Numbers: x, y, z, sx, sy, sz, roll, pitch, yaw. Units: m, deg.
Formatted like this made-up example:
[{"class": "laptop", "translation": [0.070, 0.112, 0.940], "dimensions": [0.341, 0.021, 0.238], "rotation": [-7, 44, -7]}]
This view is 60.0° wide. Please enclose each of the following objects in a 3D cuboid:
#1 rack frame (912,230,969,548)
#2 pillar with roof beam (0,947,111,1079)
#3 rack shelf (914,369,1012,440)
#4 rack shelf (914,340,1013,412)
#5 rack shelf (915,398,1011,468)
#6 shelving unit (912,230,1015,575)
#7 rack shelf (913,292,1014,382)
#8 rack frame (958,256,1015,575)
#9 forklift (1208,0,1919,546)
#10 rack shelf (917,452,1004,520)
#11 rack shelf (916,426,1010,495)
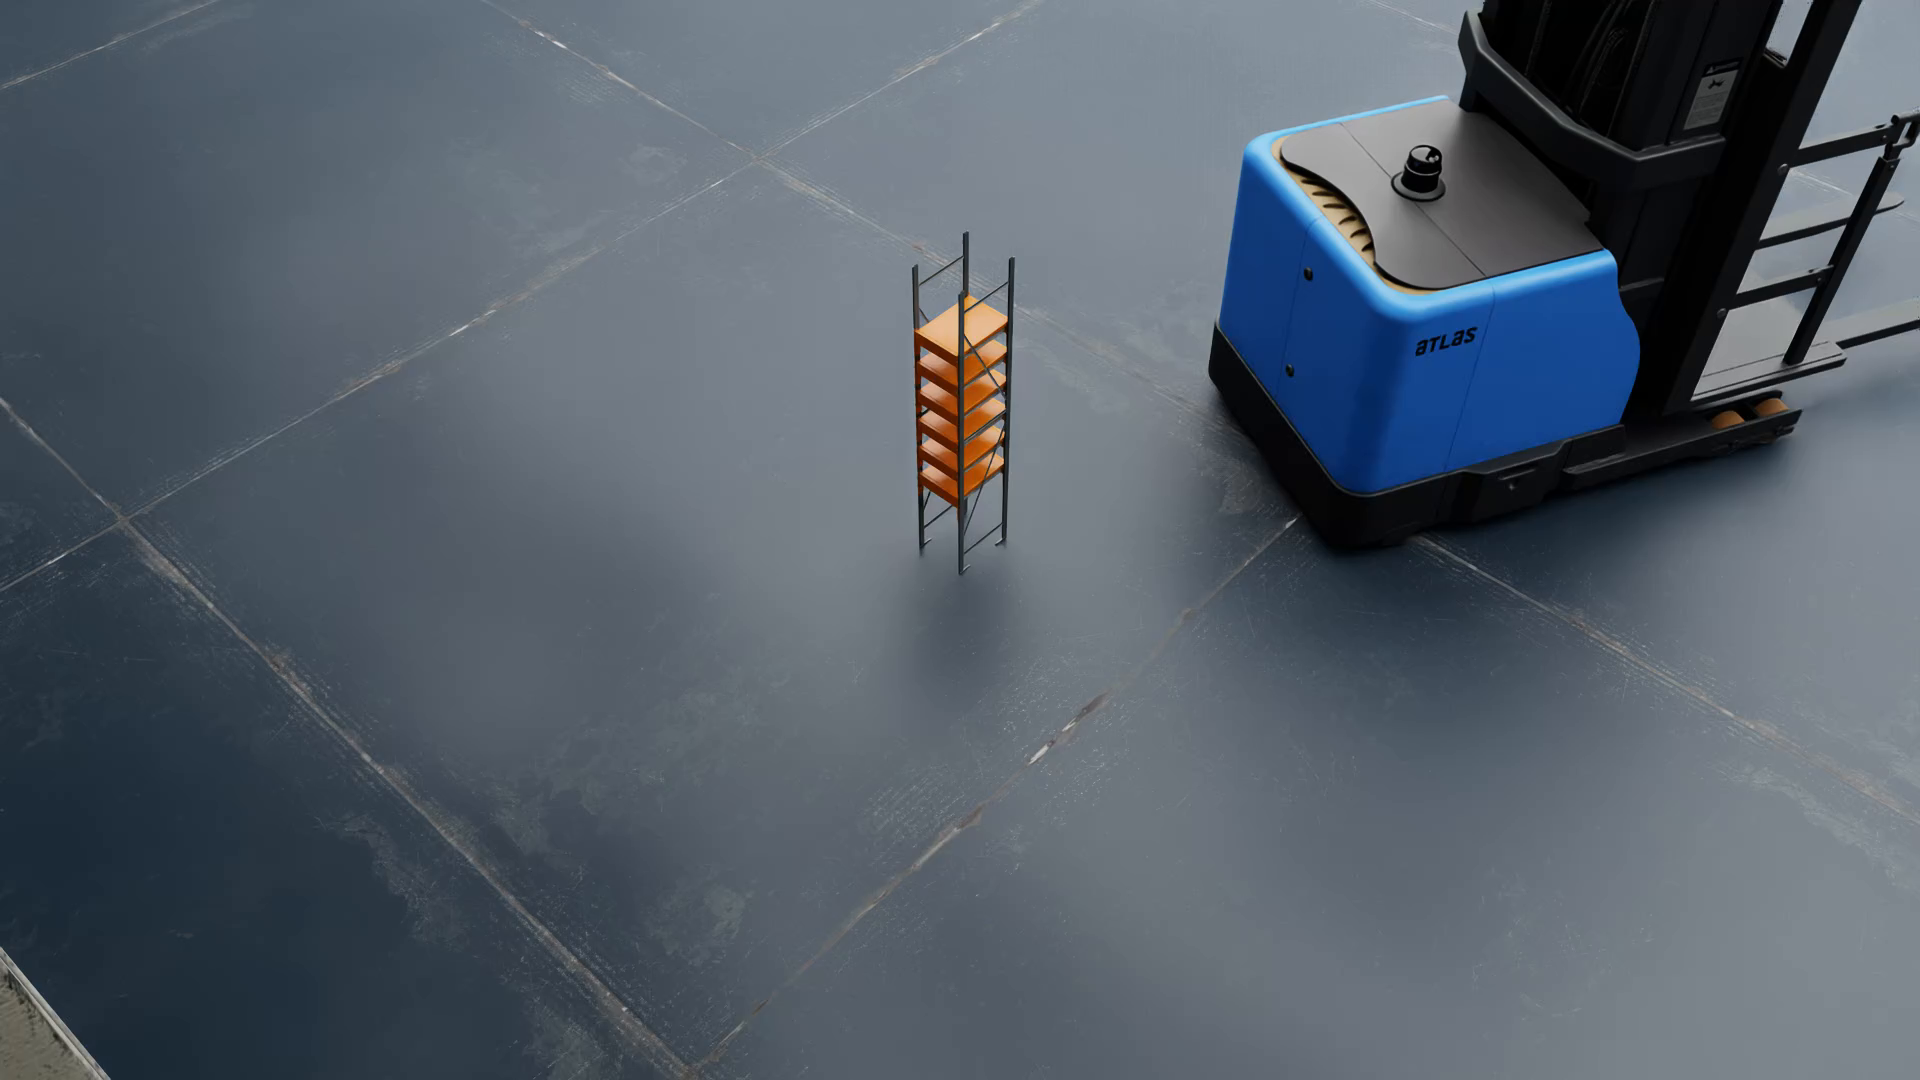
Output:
[{"class": "rack frame", "translation": [-0.057, -0.449, 5.339], "dimensions": [0.006, 1.200, 0.240], "rotation": [34, 55, 28]}, {"class": "pillar with roof beam", "translation": [1.402, -3.337, 2.702], "dimensions": [0.400, 9.000, 9.100], "rotation": [34, 55, 28]}, {"class": "rack shelf", "translation": [0.011, -0.455, 5.242], "dimensions": [0.180, 0.103, 0.258], "rotation": [34, 55, 28]}, {"class": "rack shelf", "translation": [0.011, -0.537, 5.154], "dimensions": [0.180, 0.103, 0.258], "rotation": [34, 55, 28]}, {"class": "rack shelf", "translation": [0.011, -0.373, 5.329], "dimensions": [0.180, 0.103, 0.258], "rotation": [34, 55, 28]}, {"class": "shelving unit", "translation": [0.011, -0.404, 5.297], "dimensions": [0.189, 1.200, 0.258], "rotation": [34, 55, 28]}, {"class": "rack shelf", "translation": [0.011, -0.620, 5.067], "dimensions": [0.180, 0.103, 0.258], "rotation": [34, 55, 28]}, {"class": "rack frame", "translation": [0.078, -0.358, 5.254], "dimensions": [0.006, 1.200, 0.240], "rotation": [34, 55, 28]}, {"class": "forklift", "translation": [2.501, -1.653, 5.283], "dimensions": [3.031, 2.935, 1.130], "rotation": [-15, 49, -14]}, {"class": "rack shelf", "translation": [0.011, -0.209, 5.504], "dimensions": [0.180, 0.103, 0.258], "rotation": [34, 55, 28]}, {"class": "rack shelf", "translation": [0.011, -0.291, 5.417], "dimensions": [0.180, 0.103, 0.258], "rotation": [34, 55, 28]}]
